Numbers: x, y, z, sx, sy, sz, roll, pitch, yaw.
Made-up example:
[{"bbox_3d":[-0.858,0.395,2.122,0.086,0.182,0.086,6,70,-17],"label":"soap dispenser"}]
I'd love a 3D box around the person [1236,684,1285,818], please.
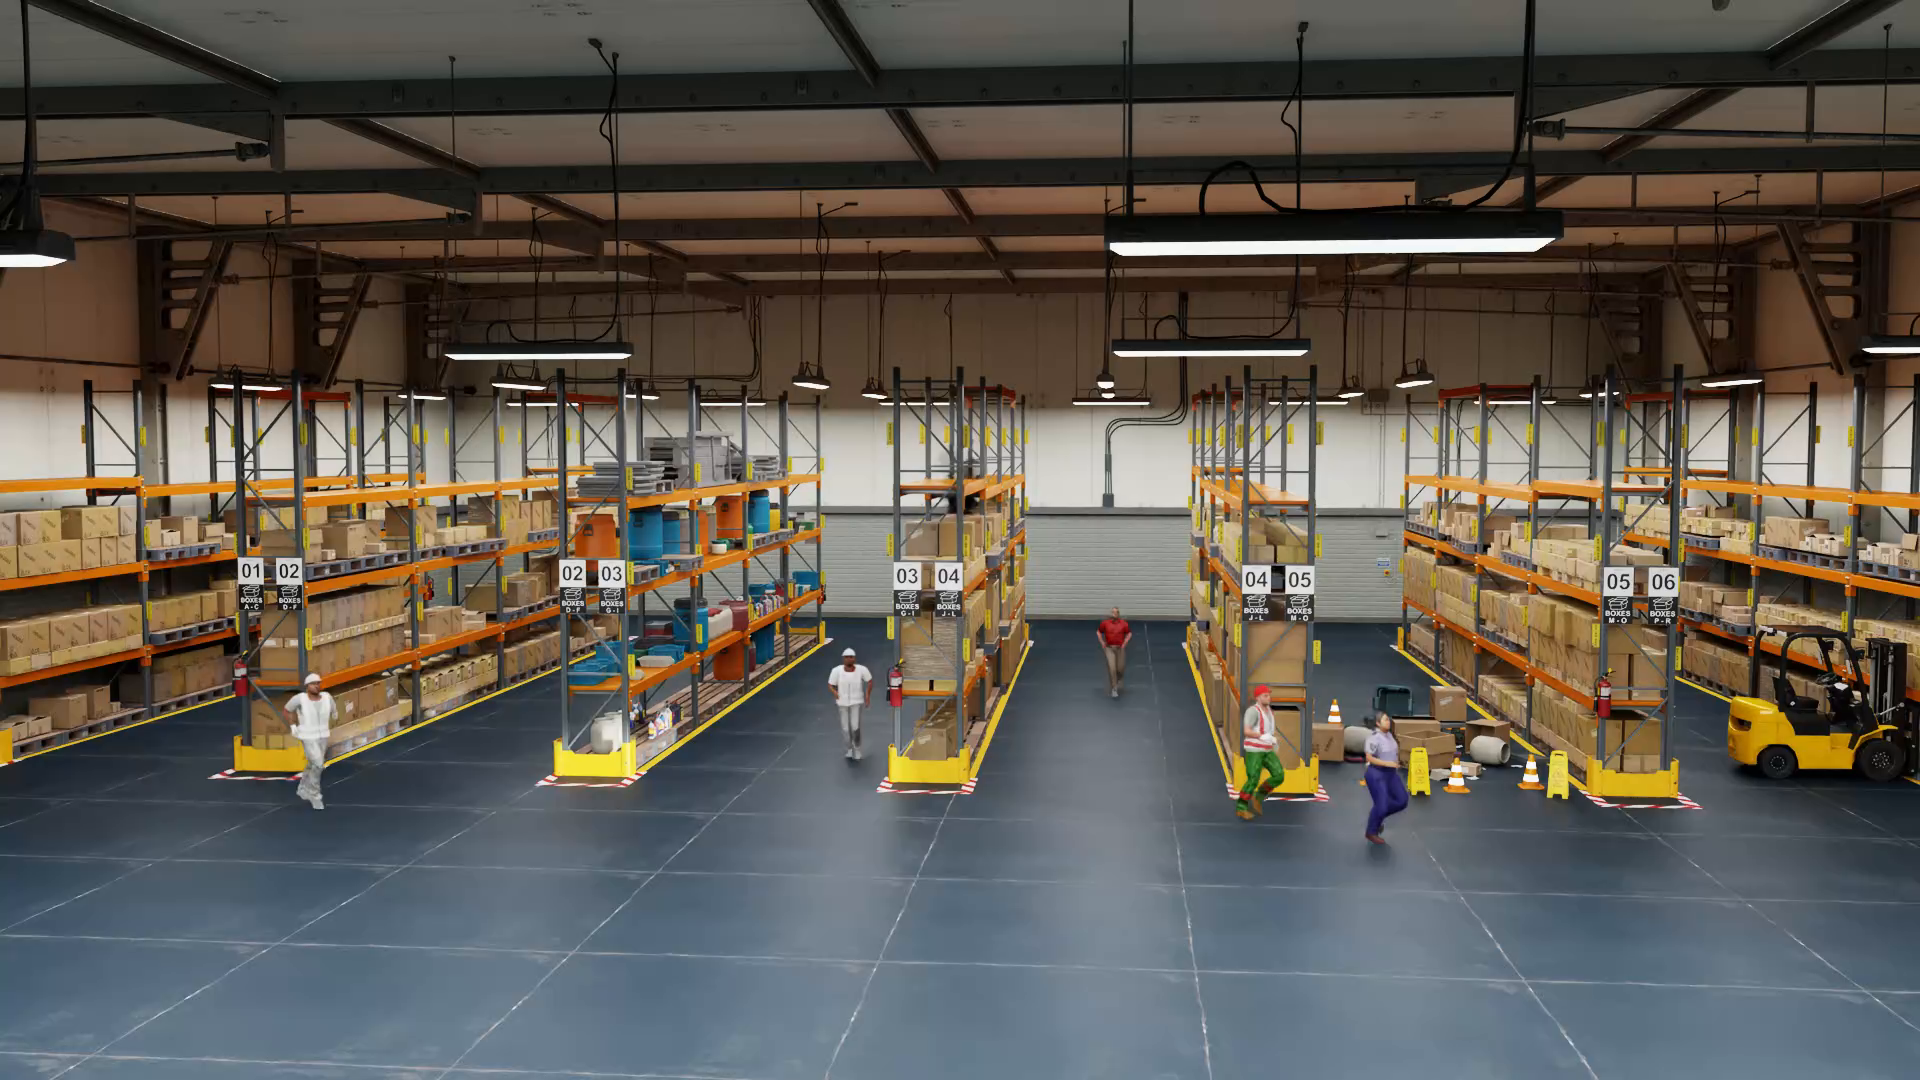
[{"bbox_3d":[4.001,2.736,21.789,0.717,1.682,0.659,-3,5,-43],"label":"person"}]

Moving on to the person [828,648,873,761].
[{"bbox_3d":[-1.704,2.538,25.615,0.666,1.751,0.670,0,4,5],"label":"person"}]

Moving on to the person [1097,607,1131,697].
[{"bbox_3d":[2.995,2.153,32.313,0.672,1.710,0.687,0,4,1],"label":"person"}]

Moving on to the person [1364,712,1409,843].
[{"bbox_3d":[5.244,2.923,20.482,0.657,1.615,0.522,-3,5,-44],"label":"person"}]

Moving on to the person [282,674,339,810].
[{"bbox_3d":[-8.746,2.724,22.554,0.786,1.852,0.645,3,4,36],"label":"person"}]
